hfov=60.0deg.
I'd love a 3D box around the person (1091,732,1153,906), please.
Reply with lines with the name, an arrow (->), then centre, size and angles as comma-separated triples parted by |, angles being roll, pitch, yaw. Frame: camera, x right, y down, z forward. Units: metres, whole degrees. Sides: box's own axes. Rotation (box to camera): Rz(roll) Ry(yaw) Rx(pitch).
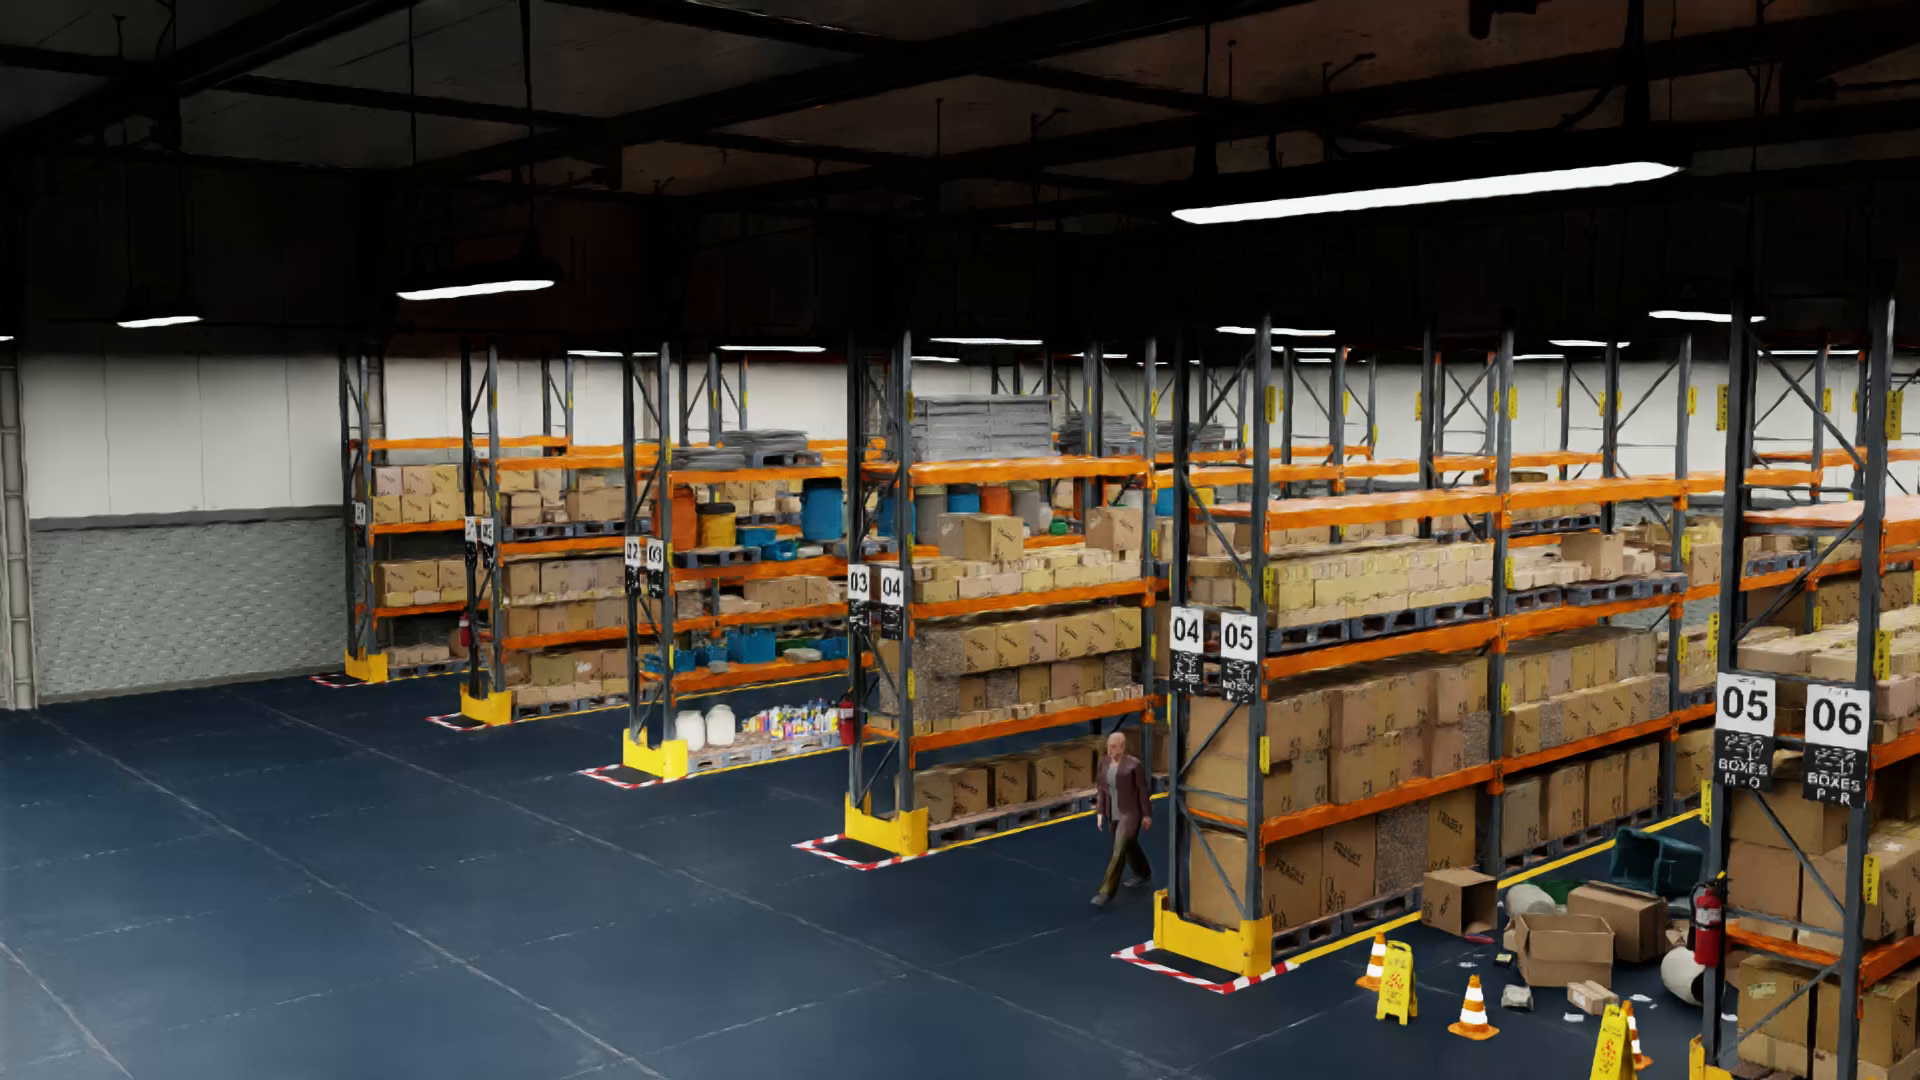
person -> 1.605, 2.781, 16.907 | 1.186, 1.694, 0.588 | -5, 7, -44

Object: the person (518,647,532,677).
person -> -7.940, 1.642, 30.034 | 0.414, 1.675, 0.518 | 2, 5, 20
